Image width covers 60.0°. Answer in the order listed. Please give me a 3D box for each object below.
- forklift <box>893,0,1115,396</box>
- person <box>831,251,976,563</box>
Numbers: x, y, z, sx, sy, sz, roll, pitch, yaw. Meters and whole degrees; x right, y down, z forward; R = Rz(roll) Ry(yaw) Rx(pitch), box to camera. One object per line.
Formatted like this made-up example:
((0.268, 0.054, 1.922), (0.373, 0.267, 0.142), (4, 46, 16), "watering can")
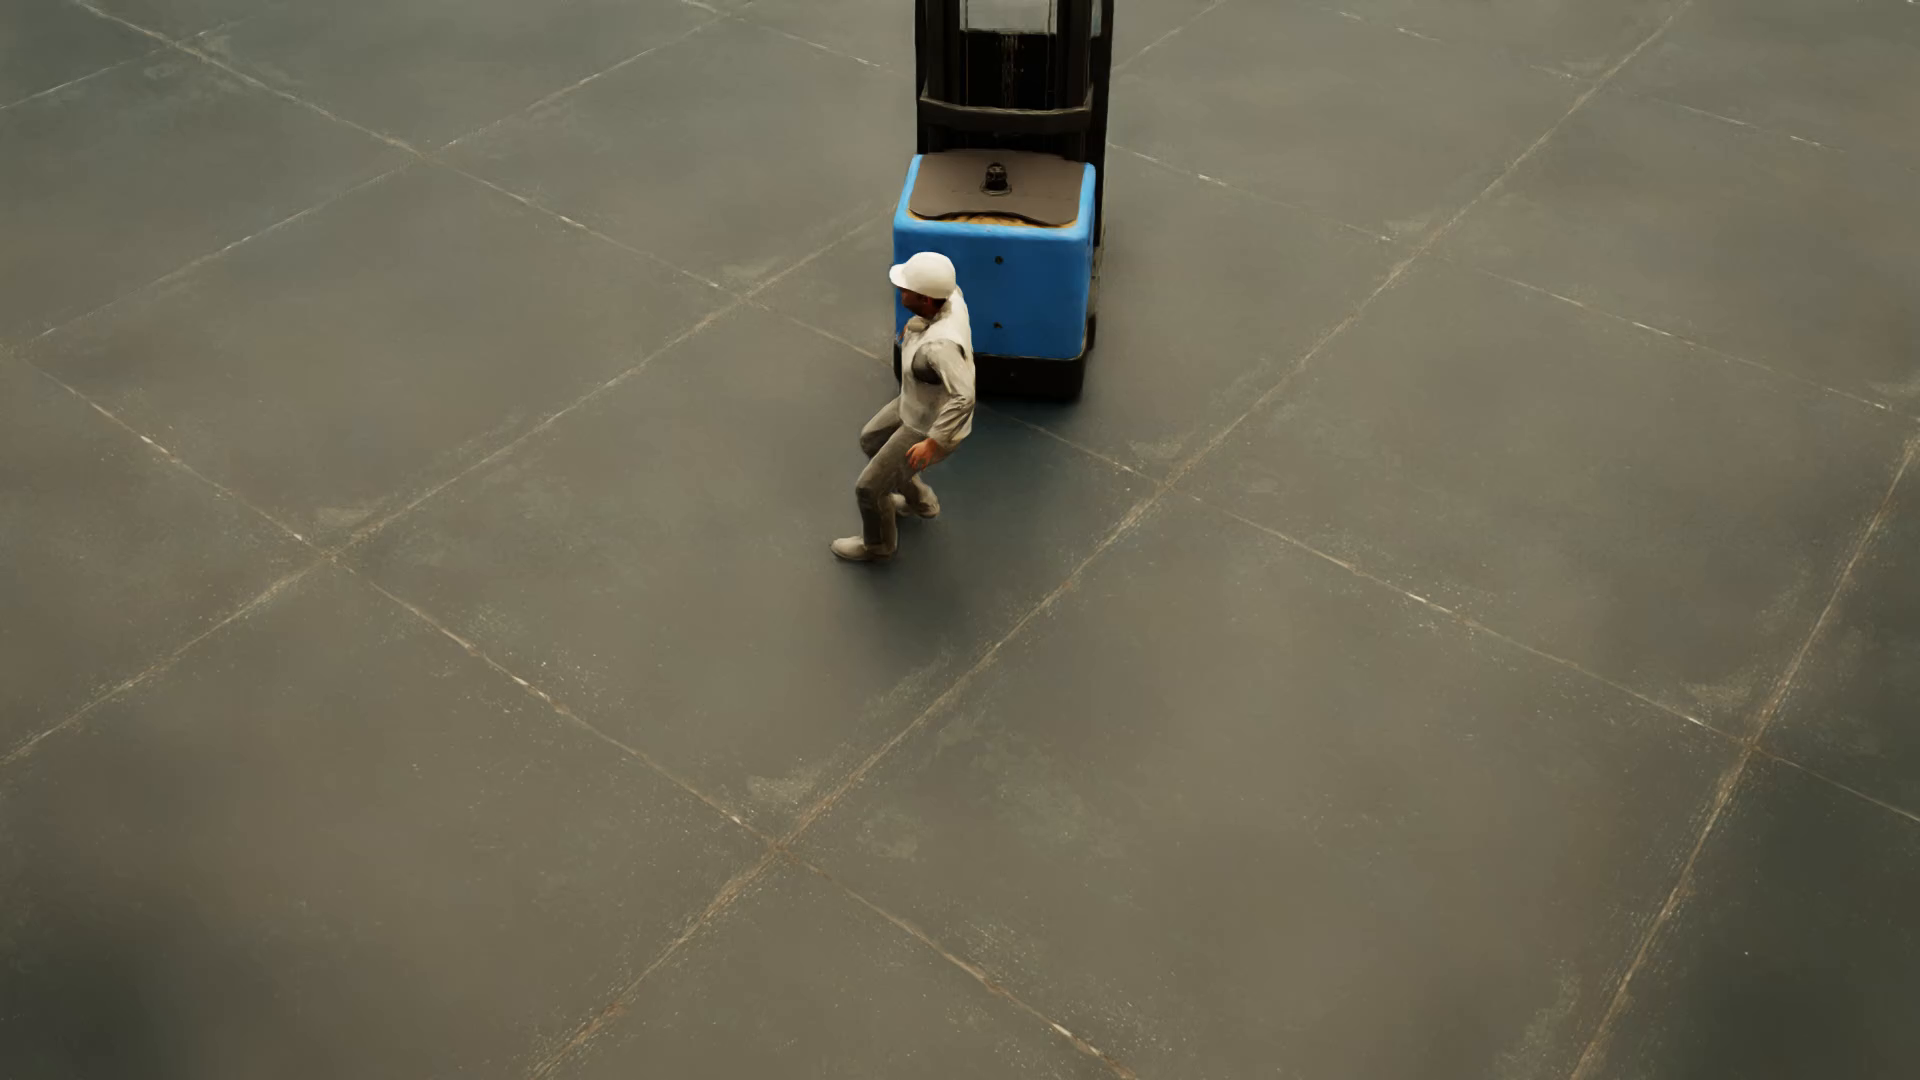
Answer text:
((0.326, -2.859, 9.428), (1.130, 2.935, 3.031), (4, 41, 5), "forklift")
((-0.273, -0.615, 7.777), (0.720, 1.675, 1.004), (2, 40, 2), "person")
